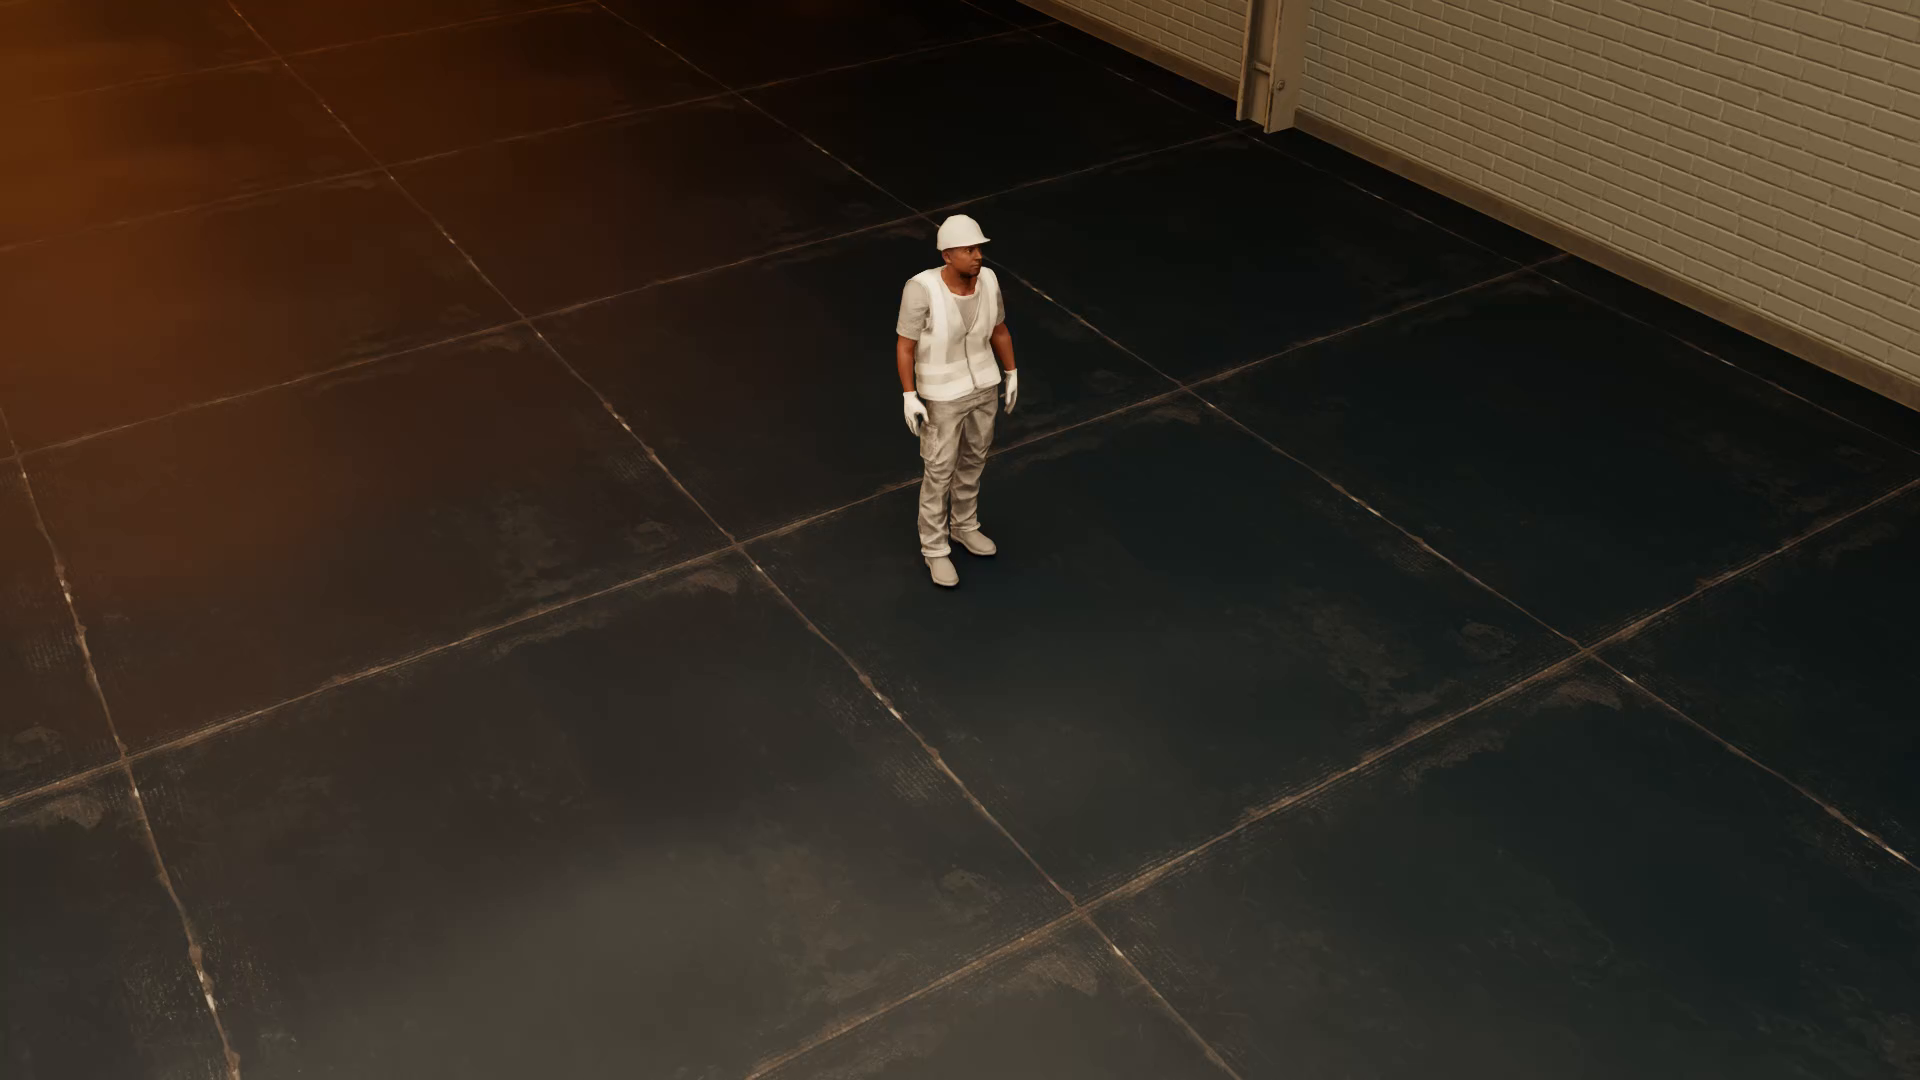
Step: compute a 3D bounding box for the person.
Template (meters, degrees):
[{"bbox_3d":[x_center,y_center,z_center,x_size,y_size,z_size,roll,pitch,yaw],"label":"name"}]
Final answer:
[{"bbox_3d":[0.032,-0.698,8.127,0.656,1.782,0.577,-21,40,-27],"label":"person"}]
